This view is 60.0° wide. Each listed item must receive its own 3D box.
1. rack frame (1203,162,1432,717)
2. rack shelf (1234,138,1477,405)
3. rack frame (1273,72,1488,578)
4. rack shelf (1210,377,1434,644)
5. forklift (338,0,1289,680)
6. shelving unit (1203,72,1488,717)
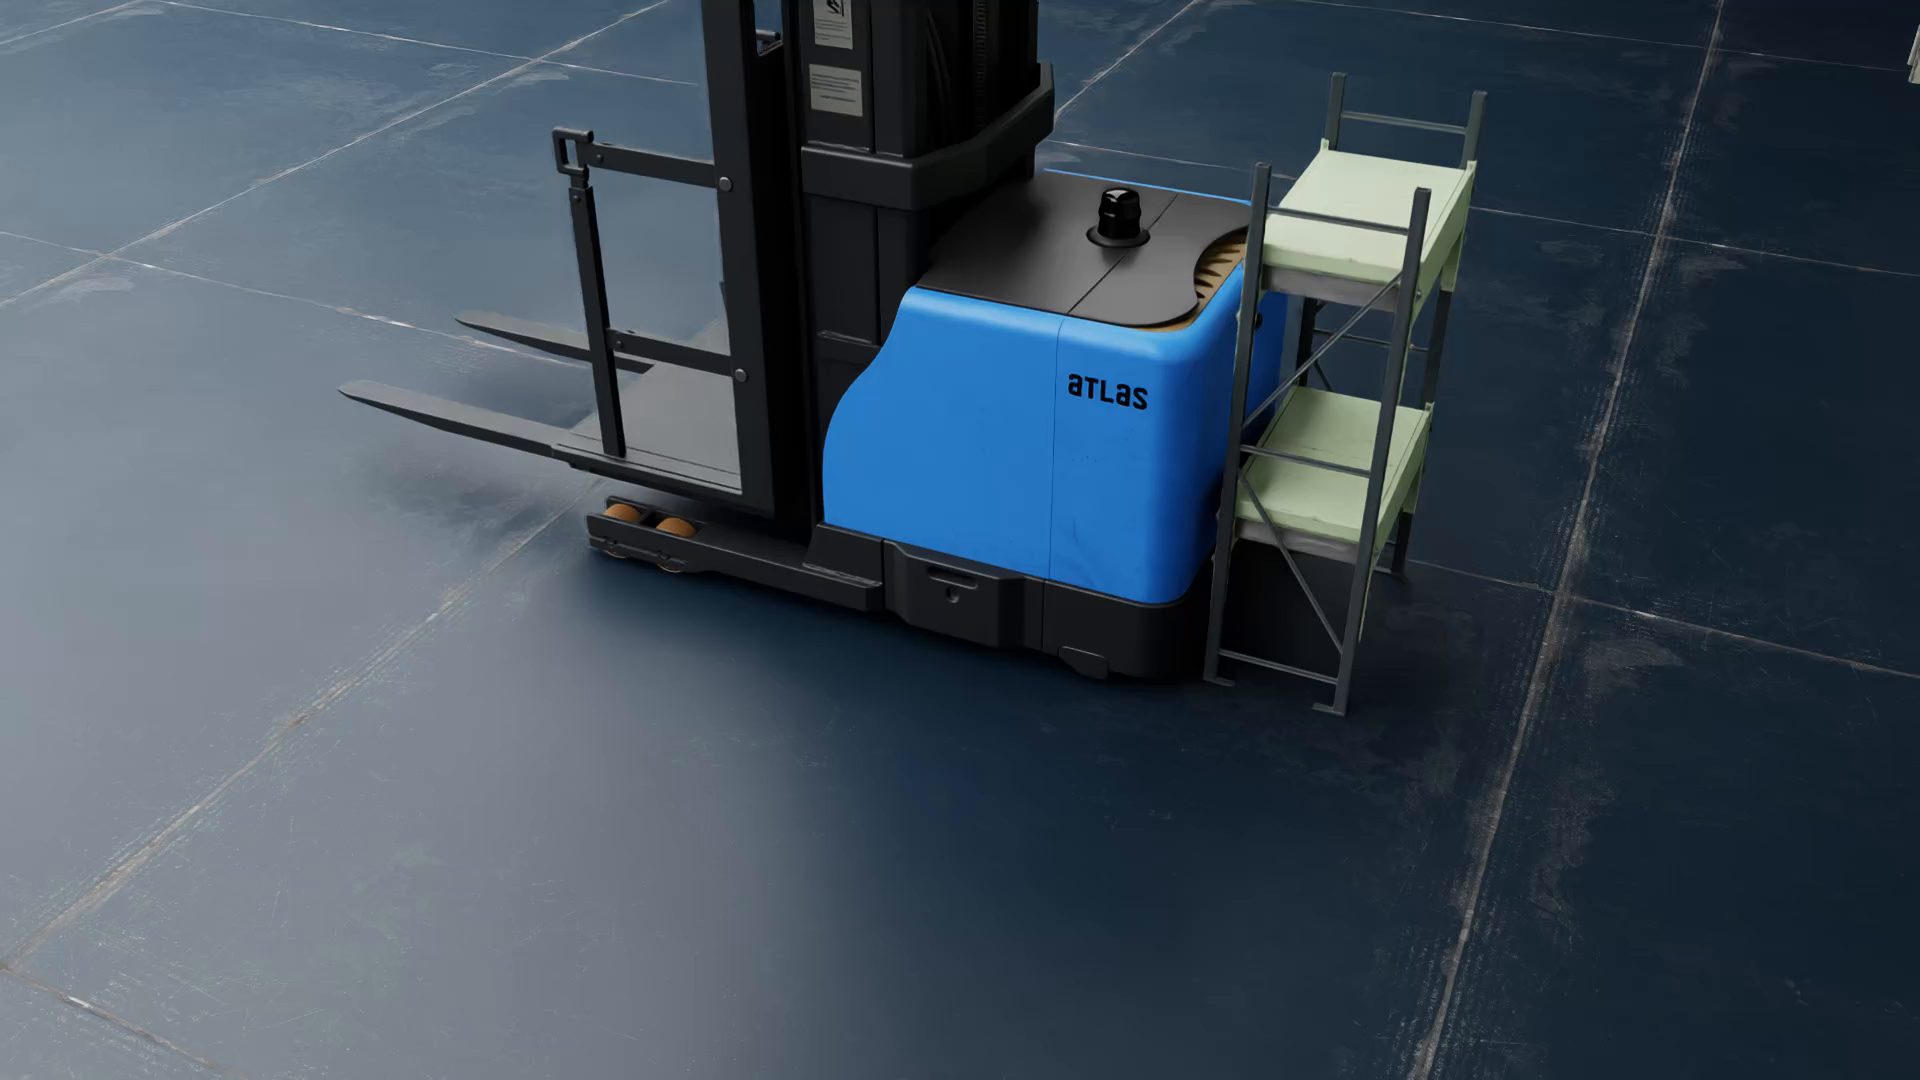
[{"bbox_3d":[0.866,-0.196,4.181,0.400,1.500,0.023,14,36,20],"label":"rack frame"},{"bbox_3d":[1.017,-0.705,4.246,0.431,0.370,0.720,14,36,20],"label":"rack shelf"},{"bbox_3d":[1.168,-0.561,4.738,0.400,1.500,0.023,14,36,20],"label":"rack frame"},{"bbox_3d":[1.017,-0.106,4.638,0.431,0.370,0.720,14,36,20],"label":"rack shelf"},{"bbox_3d":[-0.589,-1.372,4.670,3.031,2.935,1.130,14,36,20],"label":"forklift"},{"bbox_3d":[1.017,-0.379,4.460,0.431,1.500,0.755,14,36,20],"label":"shelving unit"}]
